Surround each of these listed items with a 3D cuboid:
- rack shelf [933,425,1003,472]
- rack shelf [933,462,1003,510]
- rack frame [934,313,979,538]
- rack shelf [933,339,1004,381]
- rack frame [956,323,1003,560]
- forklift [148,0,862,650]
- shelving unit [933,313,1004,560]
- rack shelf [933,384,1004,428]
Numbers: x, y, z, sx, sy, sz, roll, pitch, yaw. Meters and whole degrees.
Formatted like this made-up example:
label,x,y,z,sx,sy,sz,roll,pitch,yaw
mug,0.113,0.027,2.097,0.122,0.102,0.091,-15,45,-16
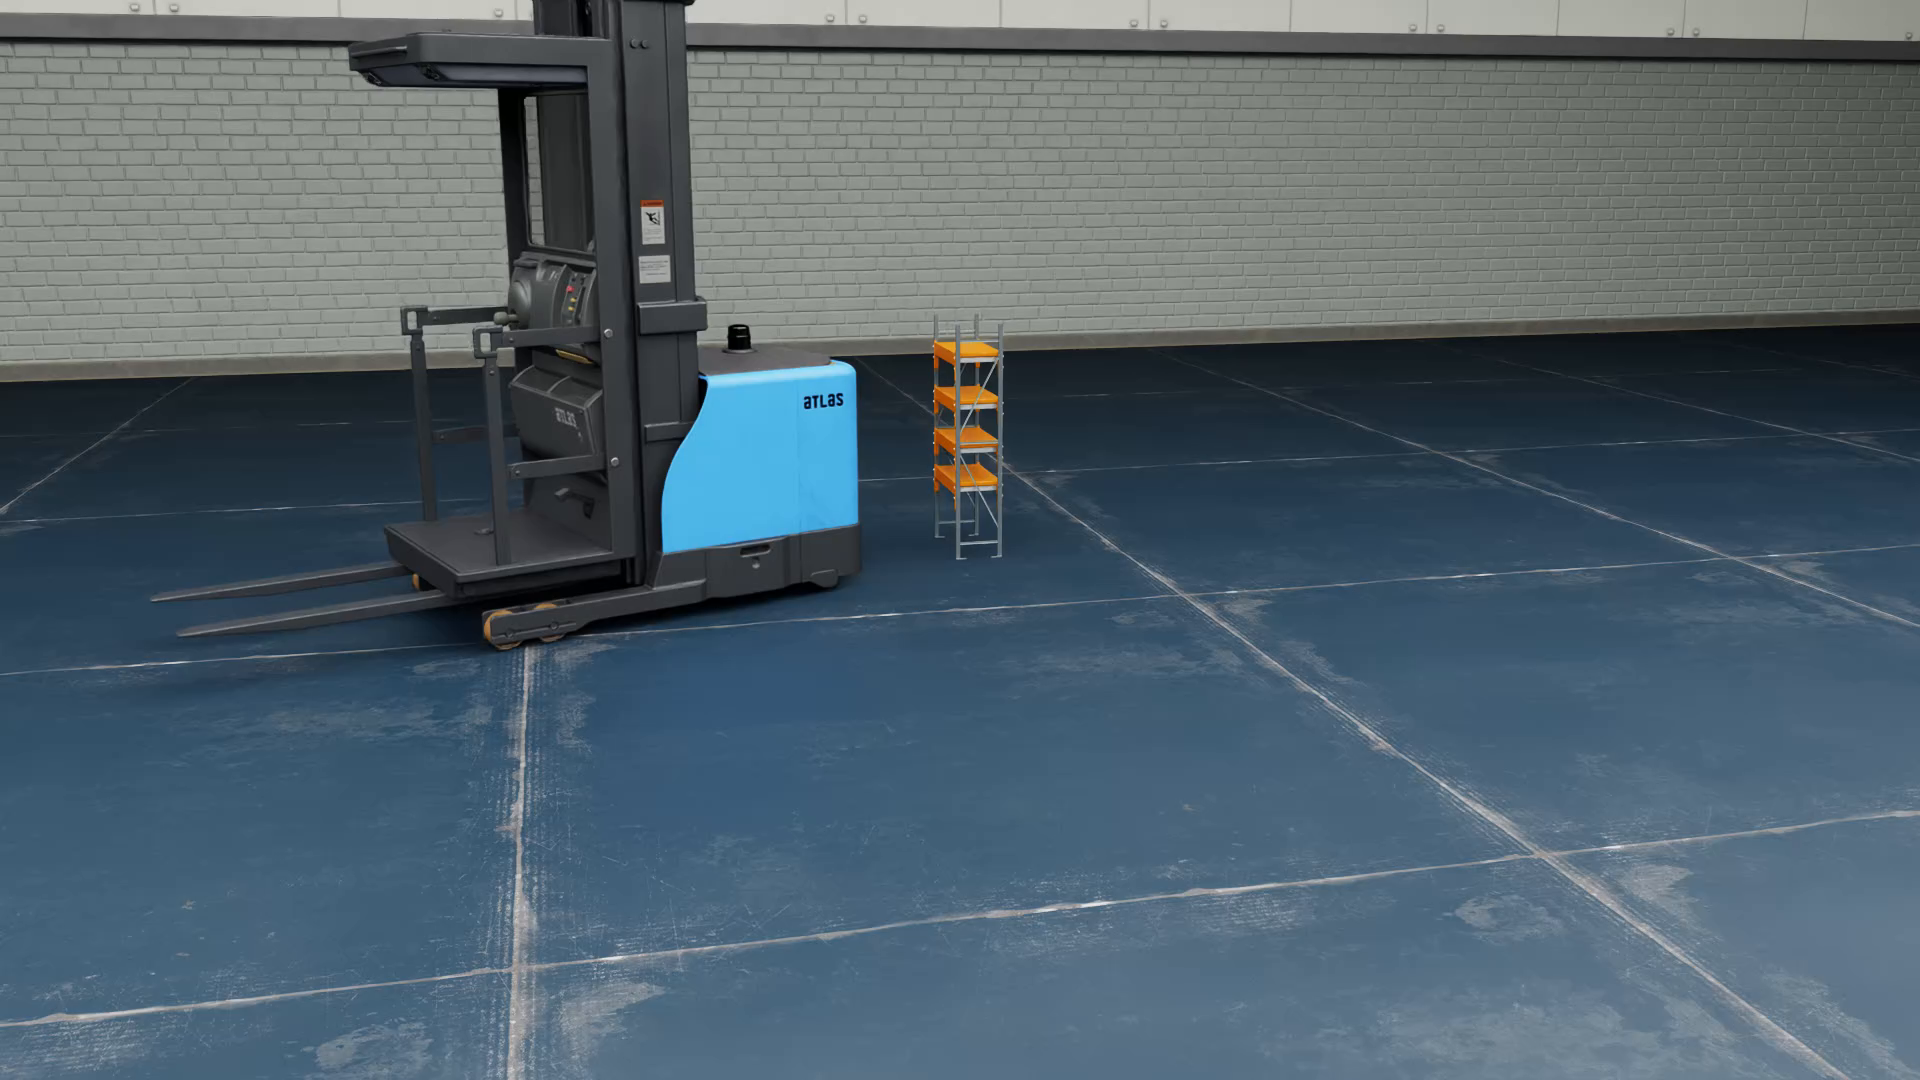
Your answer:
label,x,y,z,sx,sy,sz,roll,pitch,yaw
rack shelf,0.039,-0.479,8.644,0.258,0.148,0.480,-3,14,-13
rack shelf,0.039,-0.286,8.691,0.258,0.148,0.480,-3,14,-13
rack frame,-0.018,-0.601,8.859,0.240,1.200,0.015,-3,14,-13
rack shelf,0.039,-0.926,8.535,0.258,0.148,0.480,-3,14,-13
rack frame,0.096,-0.488,8.398,0.240,1.200,0.015,-3,14,-13
forklift,-1.977,-1.102,7.262,3.031,2.935,1.130,-9,17,-33
shelving unit,0.039,-0.545,8.628,0.258,1.200,0.503,-3,14,-13
rack shelf,0.039,-0.697,8.591,0.258,0.148,0.480,-3,14,-13
